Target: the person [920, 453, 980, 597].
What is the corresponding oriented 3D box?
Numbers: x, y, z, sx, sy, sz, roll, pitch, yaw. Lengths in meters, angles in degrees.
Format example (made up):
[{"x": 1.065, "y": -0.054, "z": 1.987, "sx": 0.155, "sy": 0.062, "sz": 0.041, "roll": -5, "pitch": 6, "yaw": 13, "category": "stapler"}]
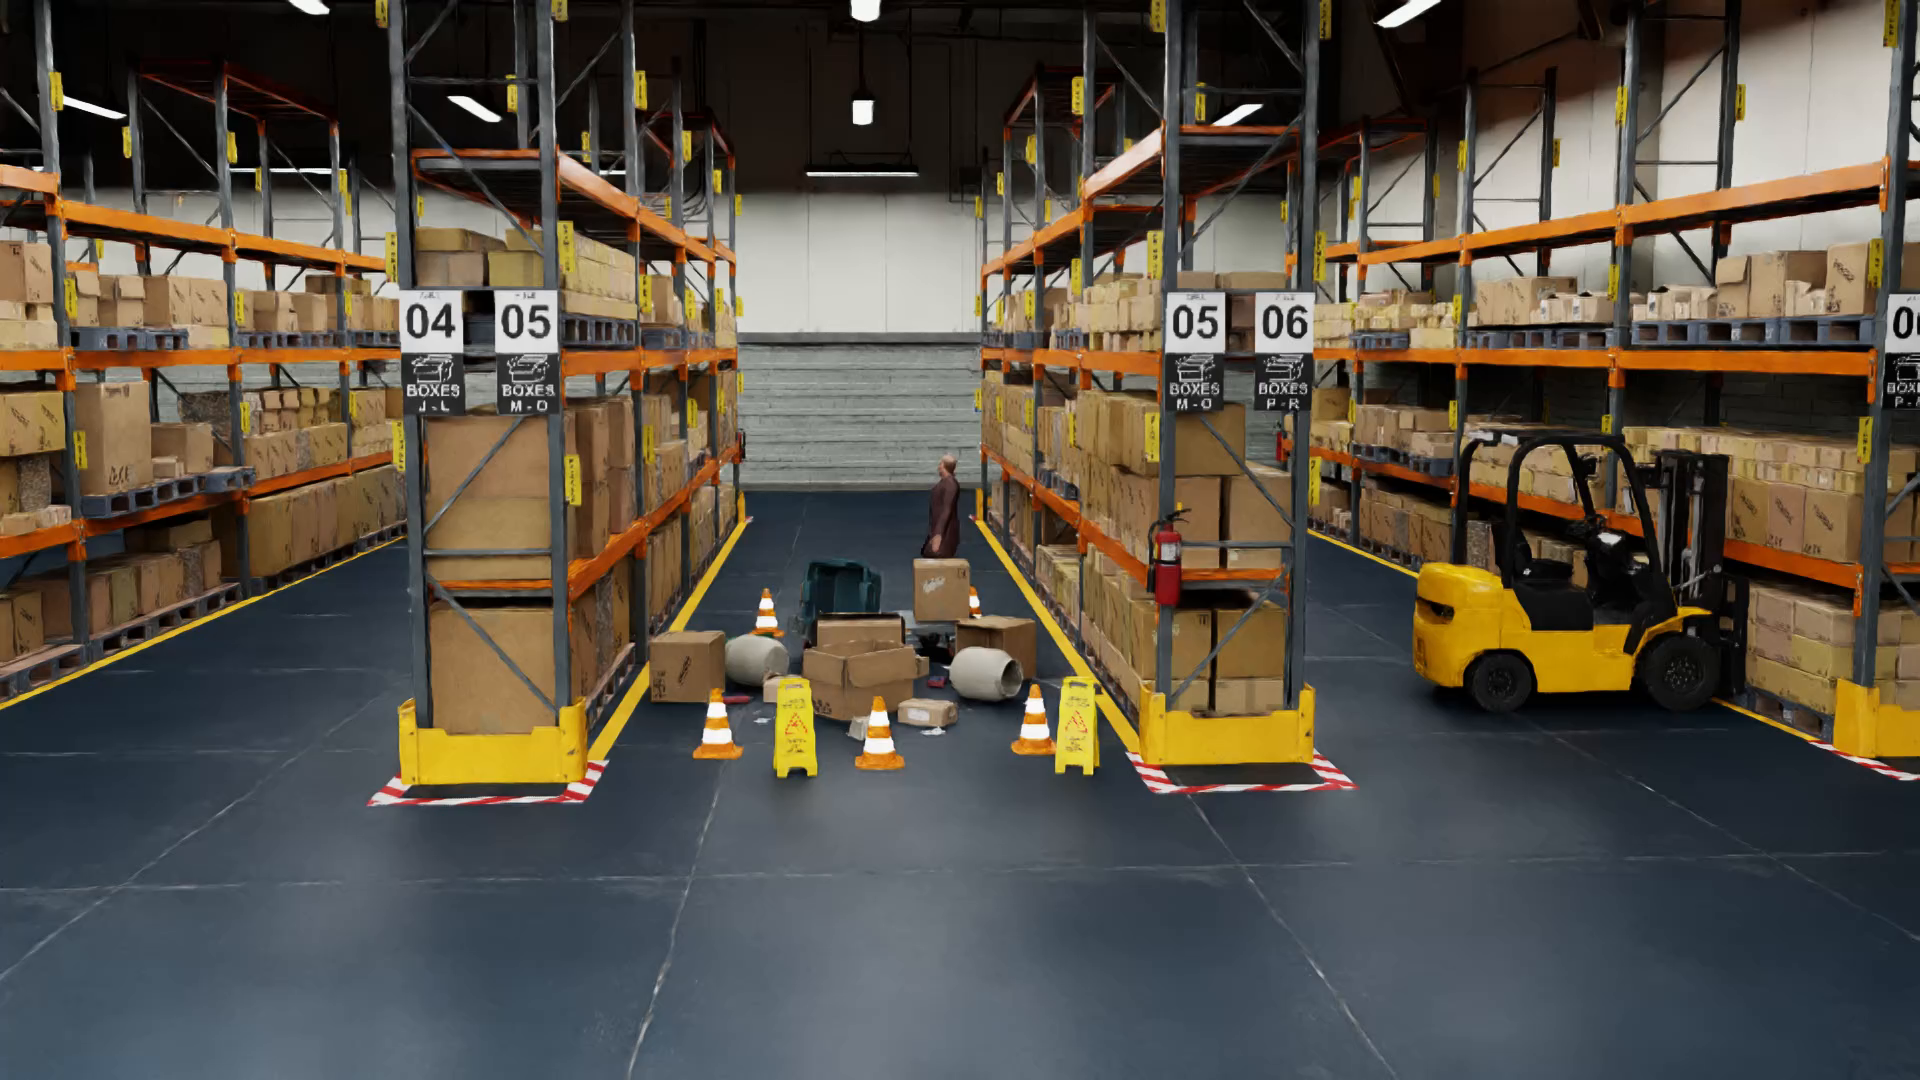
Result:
[{"x": -0.175, "y": -0.029, "z": 17.236, "sx": 0.714, "sy": 1.732, "sz": 0.632, "roll": -1, "pitch": 7, "yaw": -11, "category": "person"}]
